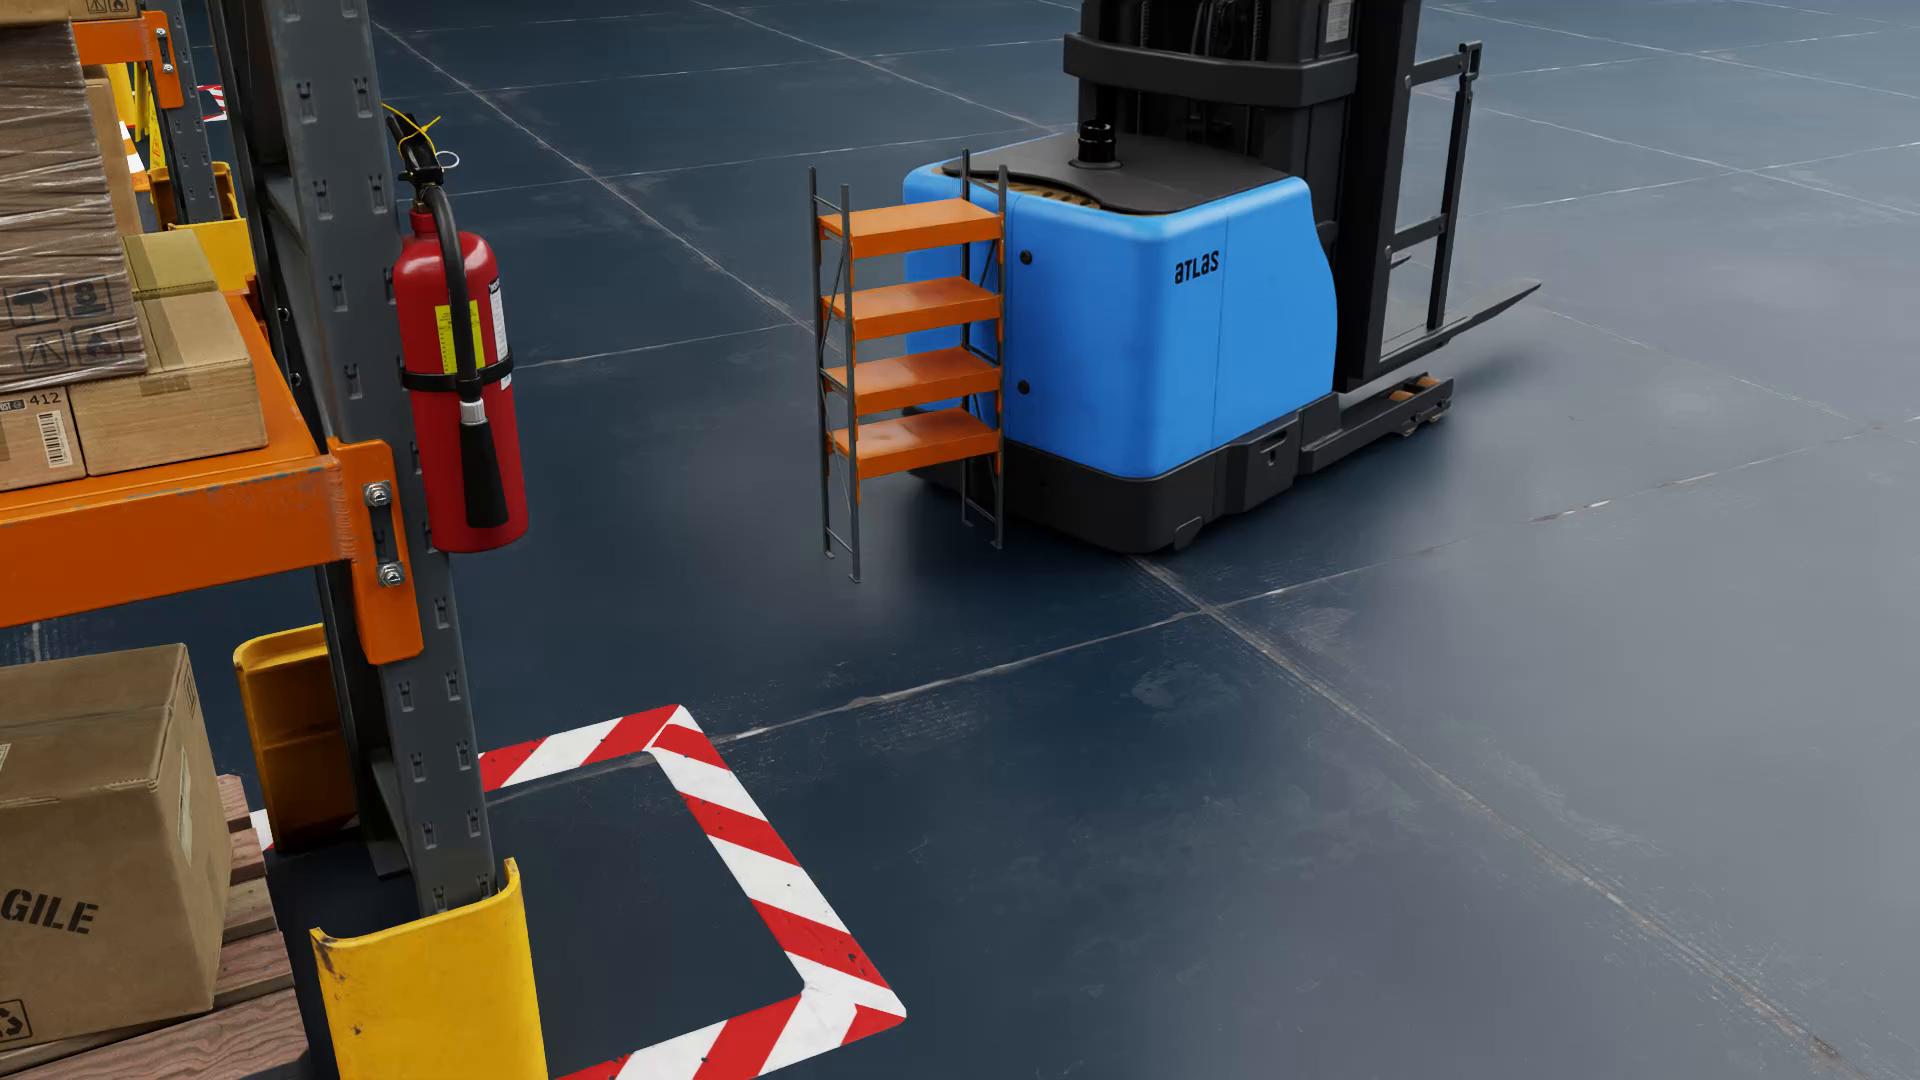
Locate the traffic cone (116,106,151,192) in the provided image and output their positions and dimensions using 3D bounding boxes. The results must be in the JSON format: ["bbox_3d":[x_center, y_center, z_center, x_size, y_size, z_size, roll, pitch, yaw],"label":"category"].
[{"bbox_3d":[-4.711,-2.210,9.318,0.334,0.463,0.336,-13,29,-25],"label":"traffic cone"}]

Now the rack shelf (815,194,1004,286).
[{"bbox_3d":[-0.146,-0.861,4.750,0.480,0.148,0.258,-13,29,-25],"label":"rack shelf"}]

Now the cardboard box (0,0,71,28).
[{"bbox_3d":[-1.467,-0.927,2.101,0.500,0.500,0.500,-13,29,-25],"label":"cardboard box"}]

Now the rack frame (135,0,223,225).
[{"bbox_3d":[-3.343,-2.418,6.821,0.127,3.000,1.000,-13,29,-25],"label":"rack frame"}]

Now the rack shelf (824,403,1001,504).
[{"bbox_3d":[-0.146,-0.268,5.035,0.480,0.148,0.258,-13,29,-25],"label":"rack shelf"}]

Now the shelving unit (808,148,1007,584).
[{"bbox_3d":[-0.146,-0.507,4.920,0.503,1.200,0.258,-13,29,-25],"label":"shelving unit"}]

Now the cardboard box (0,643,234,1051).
[{"bbox_3d":[-1.657,0.555,3.032,0.500,0.500,0.500,-8,27,-16],"label":"cardboard box"}]

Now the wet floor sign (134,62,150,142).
[{"bbox_3d":[-5.090,-2.857,10.455,0.232,0.644,0.267,-4,26,-7],"label":"wet floor sign"}]

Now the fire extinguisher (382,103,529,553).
[{"bbox_3d":[-0.780,-0.316,2.532,0.183,0.674,0.296,-13,29,-25],"label":"fire extinguisher"}]

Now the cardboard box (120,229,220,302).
[{"bbox_3d":[-1.462,-0.423,2.956,0.250,0.149,0.380,-13,29,-25],"label":"cardboard box"}]

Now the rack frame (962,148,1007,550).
[{"bbox_3d":[0.069,-0.557,5.024,0.015,1.200,0.240,-13,29,-25],"label":"rack frame"}]

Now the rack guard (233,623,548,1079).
[{"bbox_3d":[-1.165,0.639,3.342,0.348,0.500,1.175,-13,29,-25],"label":"rack guard"}]

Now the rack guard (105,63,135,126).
[{"bbox_3d":[-5.828,-3.146,11.225,0.348,0.500,1.175,-13,29,-25],"label":"rack guard"}]

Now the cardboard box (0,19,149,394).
[{"bbox_3d":[-1.596,-0.581,2.536,0.500,0.500,0.875,-13,29,-25],"label":"cardboard box"}]

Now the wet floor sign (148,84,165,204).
[{"bbox_3d":[-4.249,-2.119,8.918,0.232,0.644,0.267,-19,31,-34],"label":"wet floor sign"}]

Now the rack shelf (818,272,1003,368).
[{"bbox_3d":[-0.146,-0.648,4.852,0.480,0.148,0.258,-13,29,-25],"label":"rack shelf"}]

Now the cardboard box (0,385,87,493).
[{"bbox_3d":[-1.473,-0.203,2.497,0.250,0.149,0.380,-13,29,-25],"label":"cardboard box"}]

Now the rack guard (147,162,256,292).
[{"bbox_3d":[-3.322,-1.296,7.373,0.348,0.500,1.175,-13,29,-25],"label":"rack guard"}]

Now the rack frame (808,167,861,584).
[{"bbox_3d":[-0.361,-0.457,4.817,0.015,1.200,0.240,-13,29,-25],"label":"rack frame"}]

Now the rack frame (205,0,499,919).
[{"bbox_3d":[-1.098,-0.504,2.833,0.127,3.000,1.000,-13,29,-25],"label":"rack frame"}]

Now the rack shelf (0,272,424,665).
[{"bbox_3d":[-2.863,0.228,2.140,4.000,0.370,1.077,-13,29,-25],"label":"rack shelf"}]

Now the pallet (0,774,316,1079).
[{"bbox_3d":[-1.898,0.921,3.088,1.213,0.211,1.003,-13,29,-25],"label":"pallet"}]

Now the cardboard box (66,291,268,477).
[{"bbox_3d":[-1.252,-0.253,2.602,0.250,0.149,0.380,-13,29,-25],"label":"cardboard box"}]

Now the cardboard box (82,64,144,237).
[{"bbox_3d":[-3.910,-1.486,6.850,0.875,0.875,0.875,-13,28,-25],"label":"cardboard box"}]

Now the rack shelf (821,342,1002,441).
[{"bbox_3d":[-0.146,-0.447,4.949,0.480,0.148,0.258,-13,29,-25],"label":"rack shelf"}]

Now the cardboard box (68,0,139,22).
[{"bbox_3d":[-3.649,-2.393,6.595,0.550,0.550,0.875,-13,29,-25],"label":"cardboard box"}]

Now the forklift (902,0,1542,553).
[{"bbox_3d":[1.178,-1.830,5.676,1.130,2.935,3.031,22,33,38],"label":"forklift"}]

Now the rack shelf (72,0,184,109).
[{"bbox_3d":[-5.107,-1.687,6.129,4.000,0.370,1.077,-13,29,-25],"label":"rack shelf"}]
